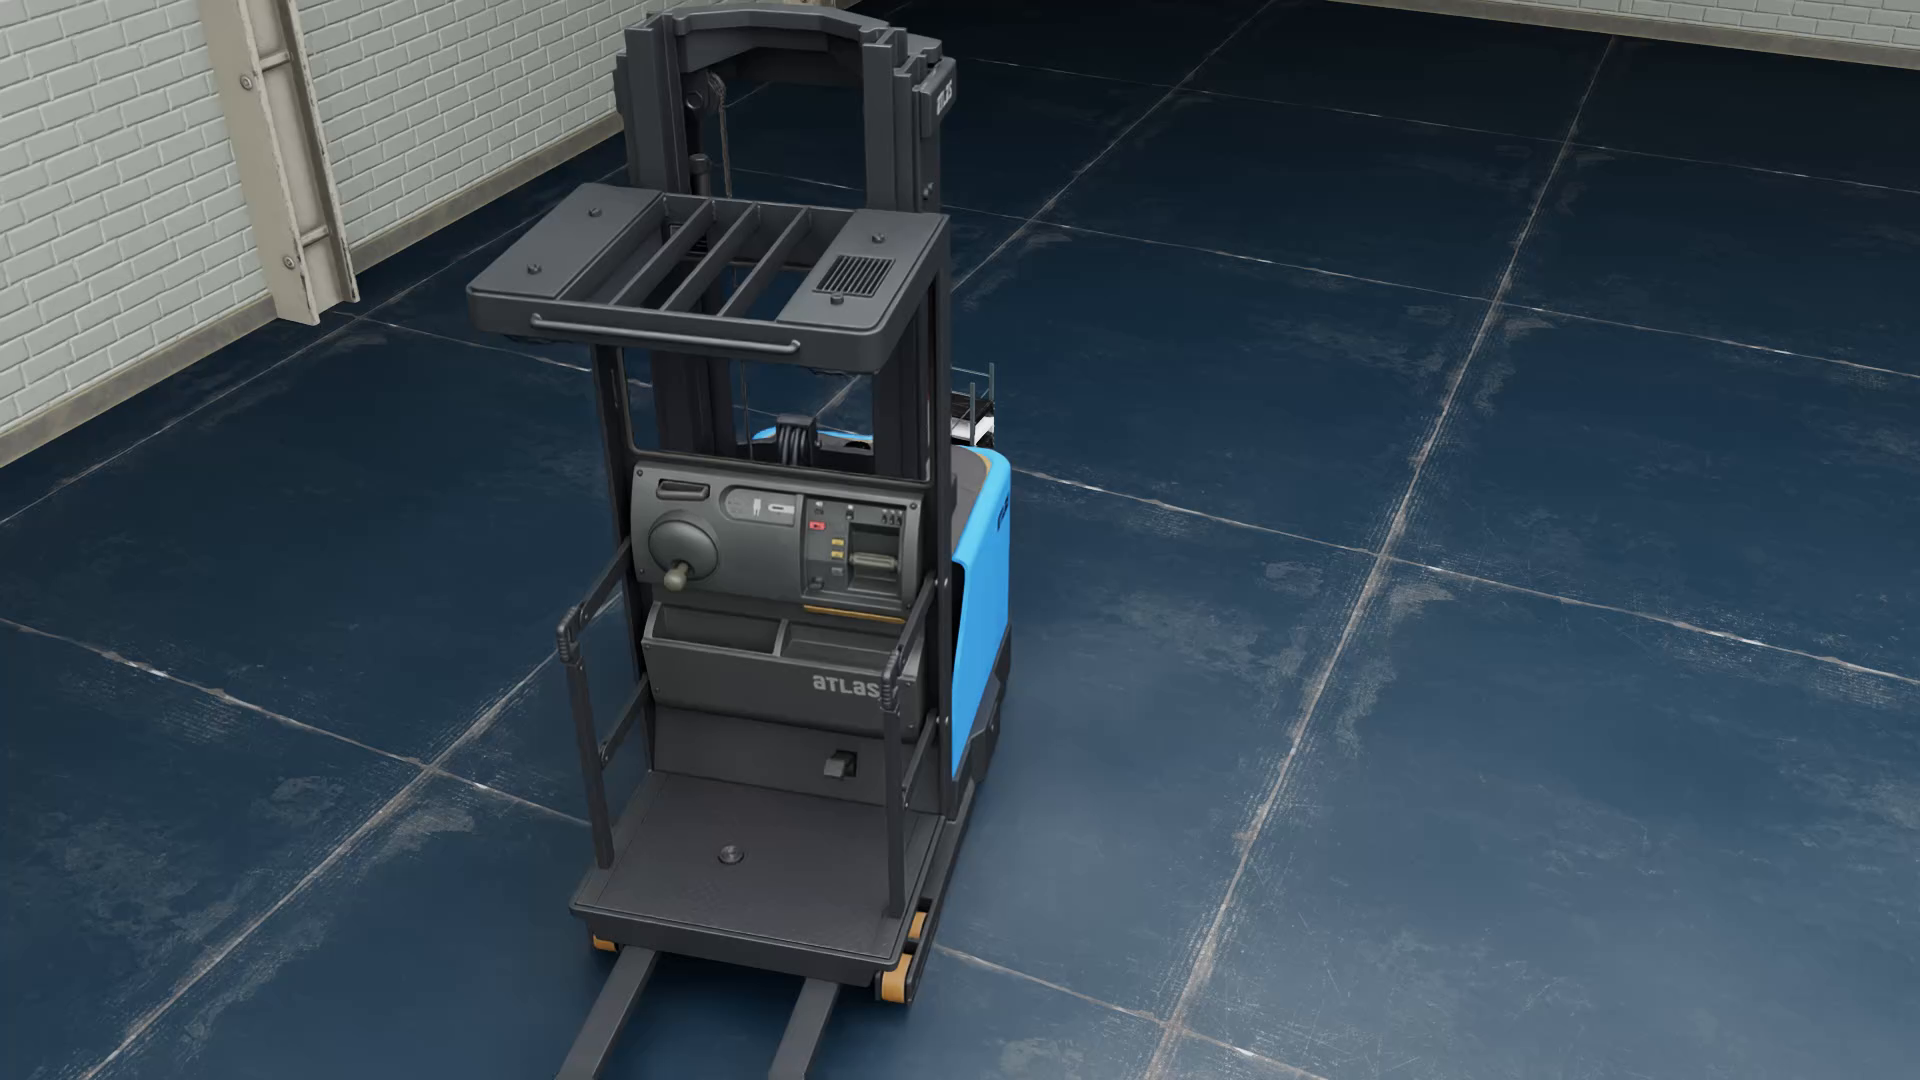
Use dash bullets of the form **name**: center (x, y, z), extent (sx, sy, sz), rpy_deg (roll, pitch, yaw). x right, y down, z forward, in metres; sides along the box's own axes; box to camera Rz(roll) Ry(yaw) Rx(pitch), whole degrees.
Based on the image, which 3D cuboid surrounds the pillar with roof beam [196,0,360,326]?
- **pillar with roof beam**: center (0.106, -4.152, 5.875), extent (9.100, 9.000, 0.400), rpy_deg (14, 36, 20)

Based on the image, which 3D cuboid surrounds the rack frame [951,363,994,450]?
- **rack frame**: center (0.039, -0.423, 7.574), extent (0.240, 0.900, 0.006), rpy_deg (14, 36, 20)

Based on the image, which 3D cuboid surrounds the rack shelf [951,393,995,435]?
- **rack shelf**: center (-0.003, -0.570, 7.367), extent (0.258, 0.077, 0.200), rpy_deg (14, 36, 20)

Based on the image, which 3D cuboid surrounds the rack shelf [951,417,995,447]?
- **rack shelf**: center (-0.003, -0.495, 7.417), extent (0.258, 0.077, 0.200), rpy_deg (14, 36, 20)

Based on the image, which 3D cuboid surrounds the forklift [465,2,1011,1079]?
- **forklift**: center (-0.622, 0.058, 4.988), extent (1.130, 2.935, 3.031), rpy_deg (7, 34, 11)

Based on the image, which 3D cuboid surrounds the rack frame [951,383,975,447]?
- **rack frame**: center (-0.046, -0.322, 7.420), extent (0.240, 0.900, 0.006), rpy_deg (14, 36, 20)

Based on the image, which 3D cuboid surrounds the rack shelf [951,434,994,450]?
- **rack shelf**: center (-0.003, -0.420, 7.466), extent (0.258, 0.077, 0.200), rpy_deg (14, 36, 20)

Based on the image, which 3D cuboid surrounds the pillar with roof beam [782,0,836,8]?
- **pillar with roof beam**: center (2.616, -7.140, 10.432), extent (9.100, 9.000, 0.400), rpy_deg (14, 36, 20)

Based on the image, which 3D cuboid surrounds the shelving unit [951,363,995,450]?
- **shelving unit**: center (-0.003, -0.372, 7.497), extent (0.258, 0.900, 0.210), rpy_deg (14, 36, 20)
